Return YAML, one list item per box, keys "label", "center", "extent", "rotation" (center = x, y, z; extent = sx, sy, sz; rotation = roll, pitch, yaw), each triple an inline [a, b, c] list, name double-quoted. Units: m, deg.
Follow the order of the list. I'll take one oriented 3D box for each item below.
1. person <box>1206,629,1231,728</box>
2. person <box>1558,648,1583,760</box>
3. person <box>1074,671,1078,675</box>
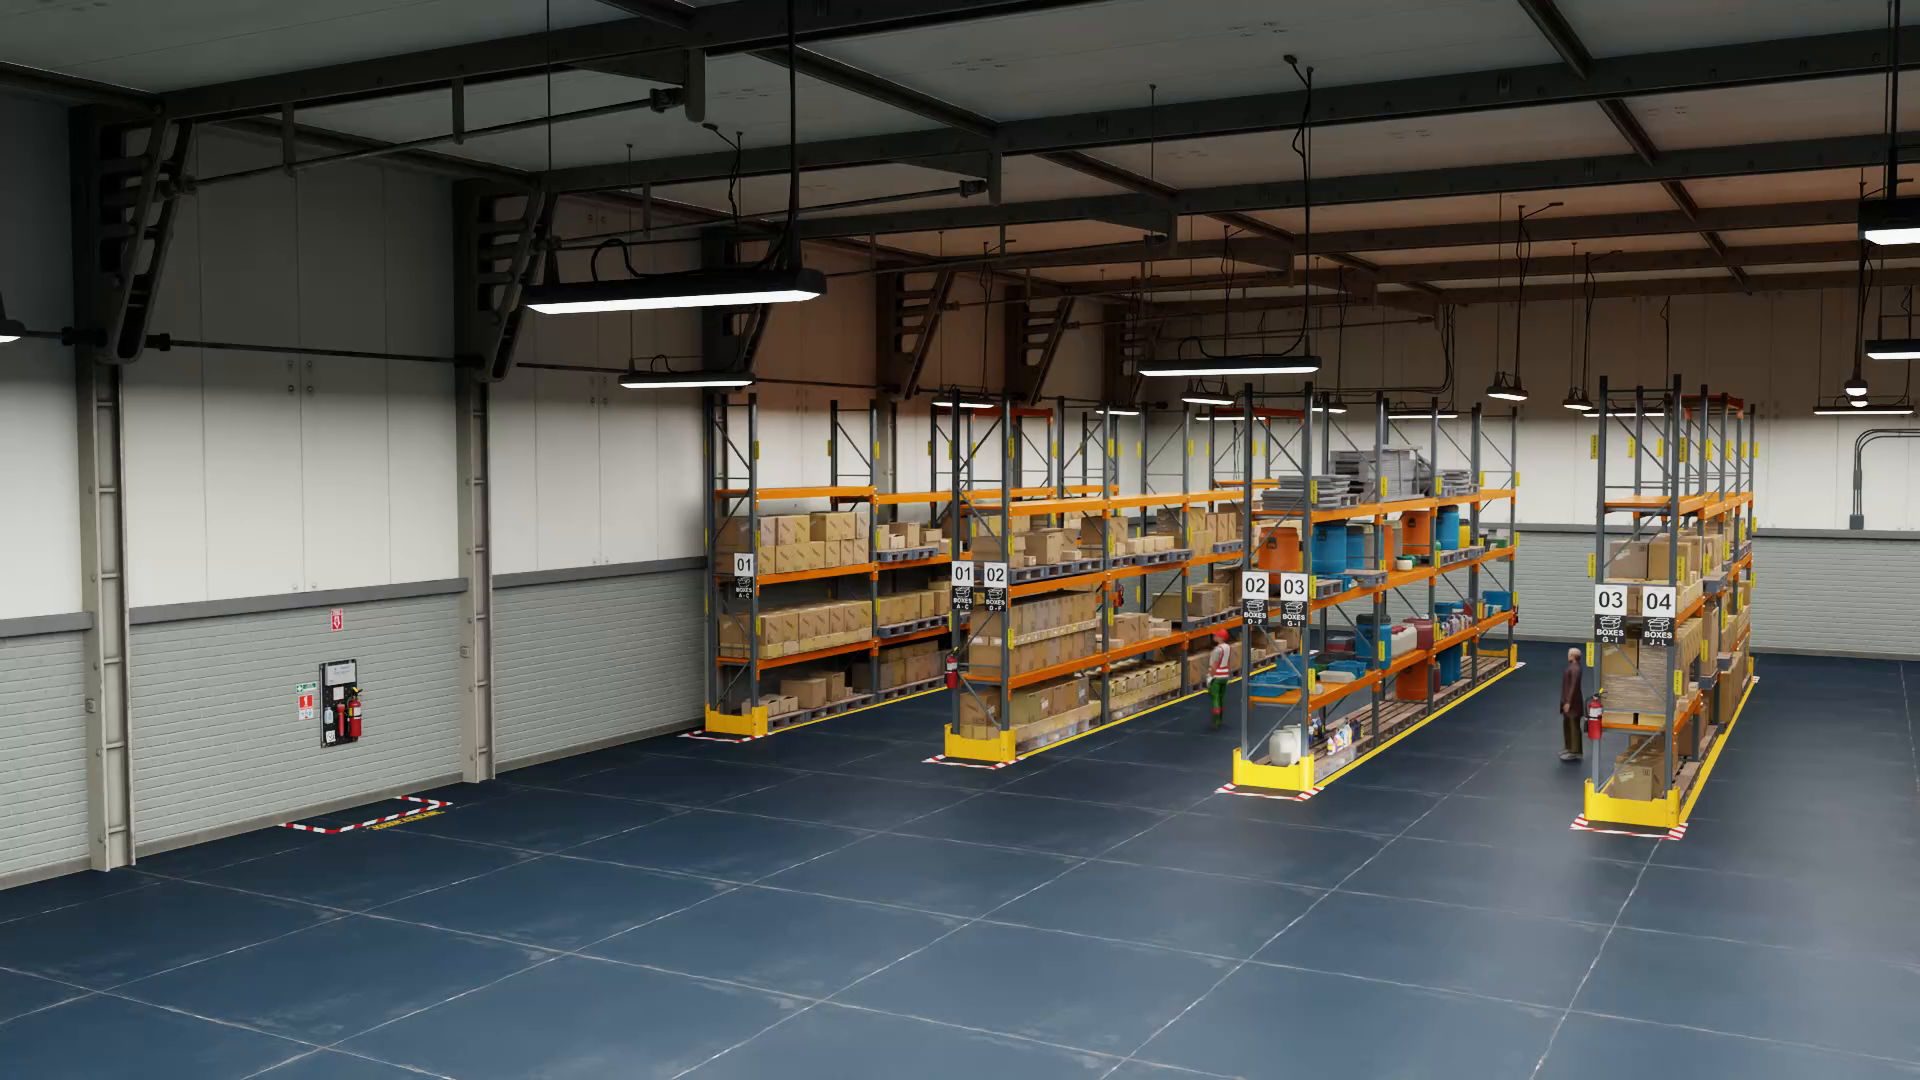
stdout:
- label: "person"
  center: [4.627, 2.486, 30.199]
  extent: [0.564, 1.784, 0.657]
  rotation: [-2, 4, -34]
- label: "person"
  center: [9.932, 2.648, 27.047]
  extent: [0.445, 1.790, 0.579]
  rotation: [0, 3, 2]
- label: "person"
  center: [2.389, 2.082, 35.488]
  extent: [0.713, 1.766, 0.690]
  rotation: [-2, 4, -29]
